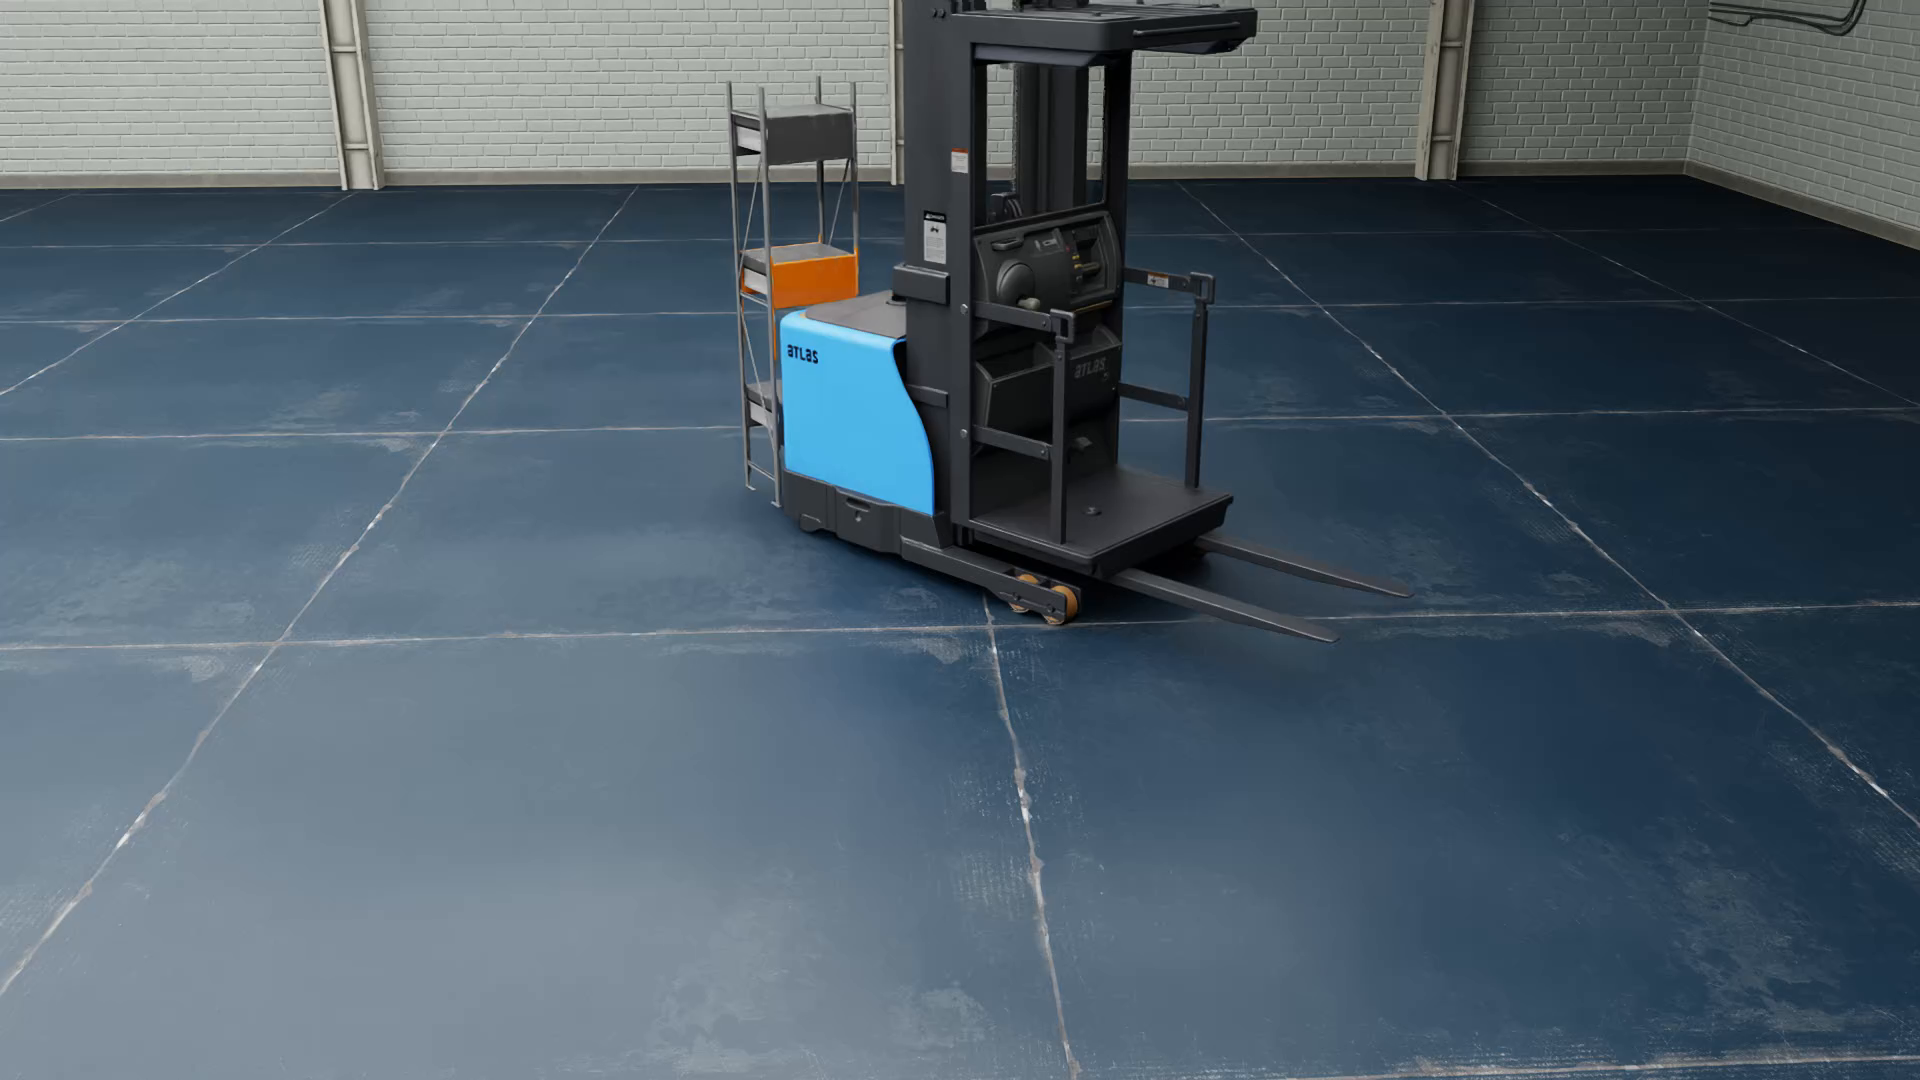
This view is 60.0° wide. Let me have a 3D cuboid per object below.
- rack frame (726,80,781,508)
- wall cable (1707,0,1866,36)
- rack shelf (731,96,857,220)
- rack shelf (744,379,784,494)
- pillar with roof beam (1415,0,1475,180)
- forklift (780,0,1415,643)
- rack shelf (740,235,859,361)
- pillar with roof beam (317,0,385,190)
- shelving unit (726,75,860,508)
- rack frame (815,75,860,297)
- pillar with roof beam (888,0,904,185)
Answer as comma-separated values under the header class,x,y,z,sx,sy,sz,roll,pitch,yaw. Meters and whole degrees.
class,x,y,z,sx,sy,sz,roll,pitch,yaw
rack frame,-1.030,-1.205,8.334,0.015,2.100,0.400,-12,24,-30
wall cable,8.433,-6.471,16.835,0.112,2.526,3.097,-1,21,-3
rack shelf,-0.823,-1.892,8.210,0.480,0.518,0.431,-12,24,-30
rack shelf,-0.823,-0.583,8.708,0.480,0.518,0.431,-12,24,-30
pillar with roof beam,5.662,-6.803,13.343,0.400,9.000,9.100,-1,21,-3
forklift,0.553,-1.216,7.195,3.031,2.935,1.130,18,27,39
rack shelf,-0.823,-1.238,8.459,0.480,0.518,0.431,-12,24,-30
pillar with roof beam,-6.318,-6.559,12.702,0.400,9.000,9.100,-1,21,-3
shelving unit,-0.823,-1.250,8.454,0.503,2.100,0.431,-12,24,-30
rack frame,-0.616,-1.296,8.575,0.015,2.100,0.400,-12,24,-30
pillar with roof beam,-0.328,-6.681,13.023,0.400,9.000,9.100,-1,21,-3
